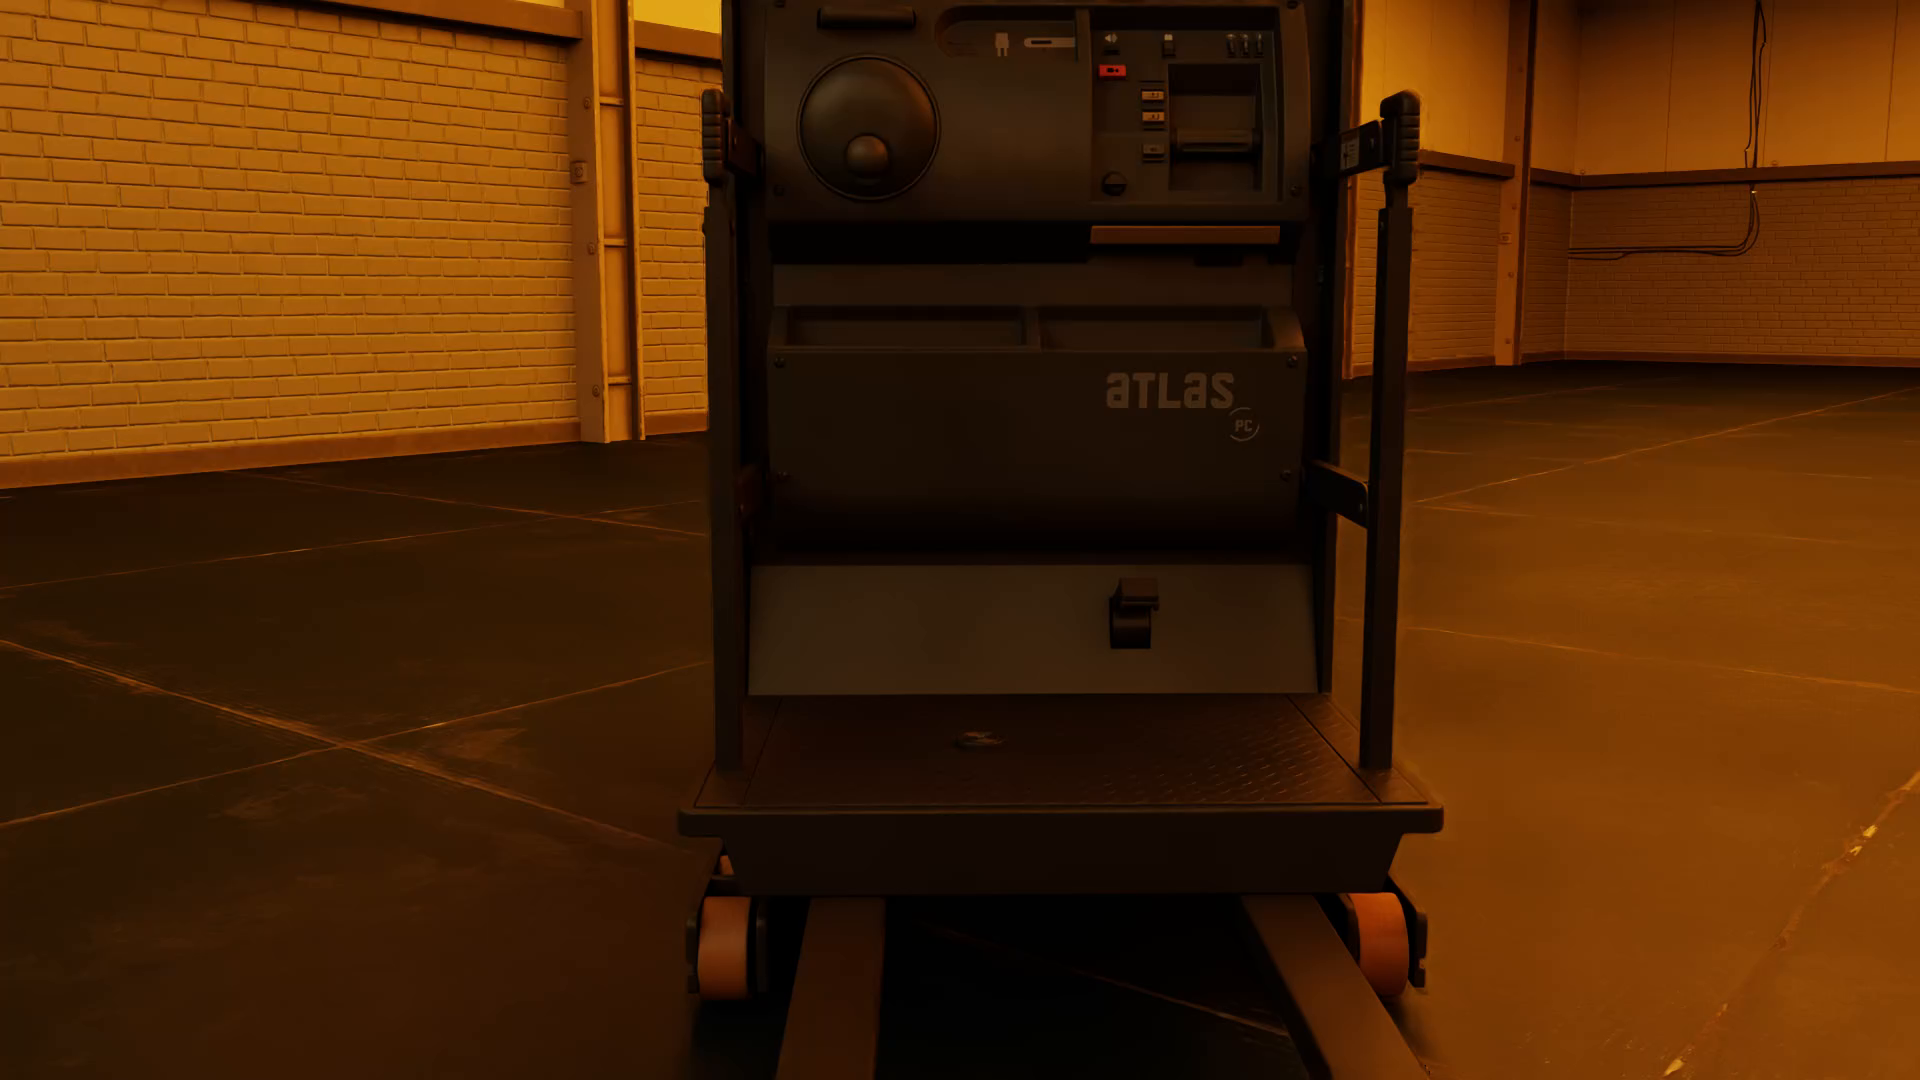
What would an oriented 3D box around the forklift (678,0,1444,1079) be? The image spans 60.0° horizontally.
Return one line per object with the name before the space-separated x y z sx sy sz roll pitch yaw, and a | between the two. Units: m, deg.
forklift | 0.138 -0.785 2.648 1.130 2.935 3.031 0 8 -1
